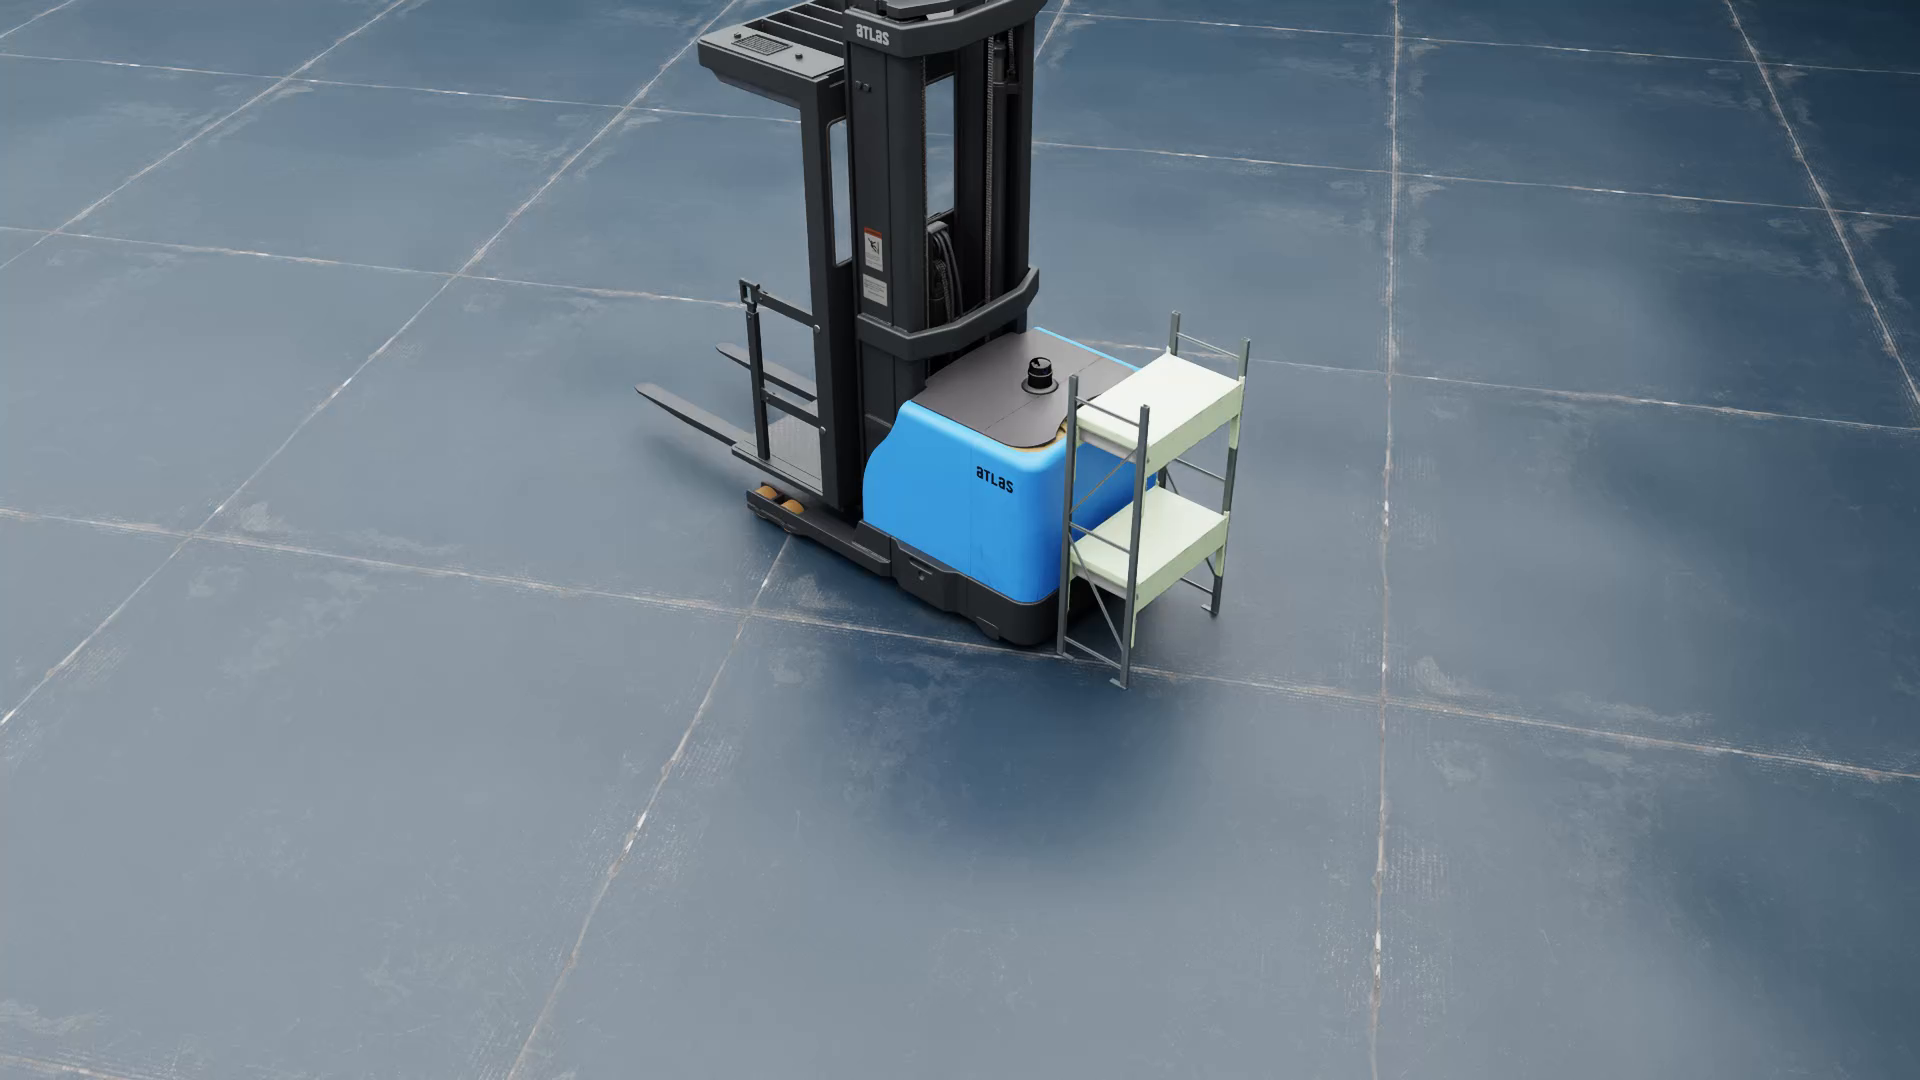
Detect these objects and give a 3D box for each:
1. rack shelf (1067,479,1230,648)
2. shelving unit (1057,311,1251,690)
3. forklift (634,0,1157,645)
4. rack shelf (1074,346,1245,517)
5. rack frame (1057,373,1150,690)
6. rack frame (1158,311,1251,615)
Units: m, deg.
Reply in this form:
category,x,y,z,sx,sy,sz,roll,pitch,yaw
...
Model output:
category,x,y,z,sx,sy,sz,roll,pitch,yaw
rack shelf,0.852,0.098,7.663,0.431,0.370,0.720,27,44,32
shelving unit,0.852,-0.166,7.471,0.431,1.500,0.755,27,44,32
forklift,-0.474,-1.431,7.997,3.031,2.935,1.130,27,44,32
rack shelf,0.852,-0.482,7.242,0.431,0.370,0.720,27,44,32
rack frame,0.610,-0.005,7.249,0.400,1.500,0.023,27,44,32
rack frame,1.093,-0.328,7.694,0.400,1.500,0.023,27,44,32
